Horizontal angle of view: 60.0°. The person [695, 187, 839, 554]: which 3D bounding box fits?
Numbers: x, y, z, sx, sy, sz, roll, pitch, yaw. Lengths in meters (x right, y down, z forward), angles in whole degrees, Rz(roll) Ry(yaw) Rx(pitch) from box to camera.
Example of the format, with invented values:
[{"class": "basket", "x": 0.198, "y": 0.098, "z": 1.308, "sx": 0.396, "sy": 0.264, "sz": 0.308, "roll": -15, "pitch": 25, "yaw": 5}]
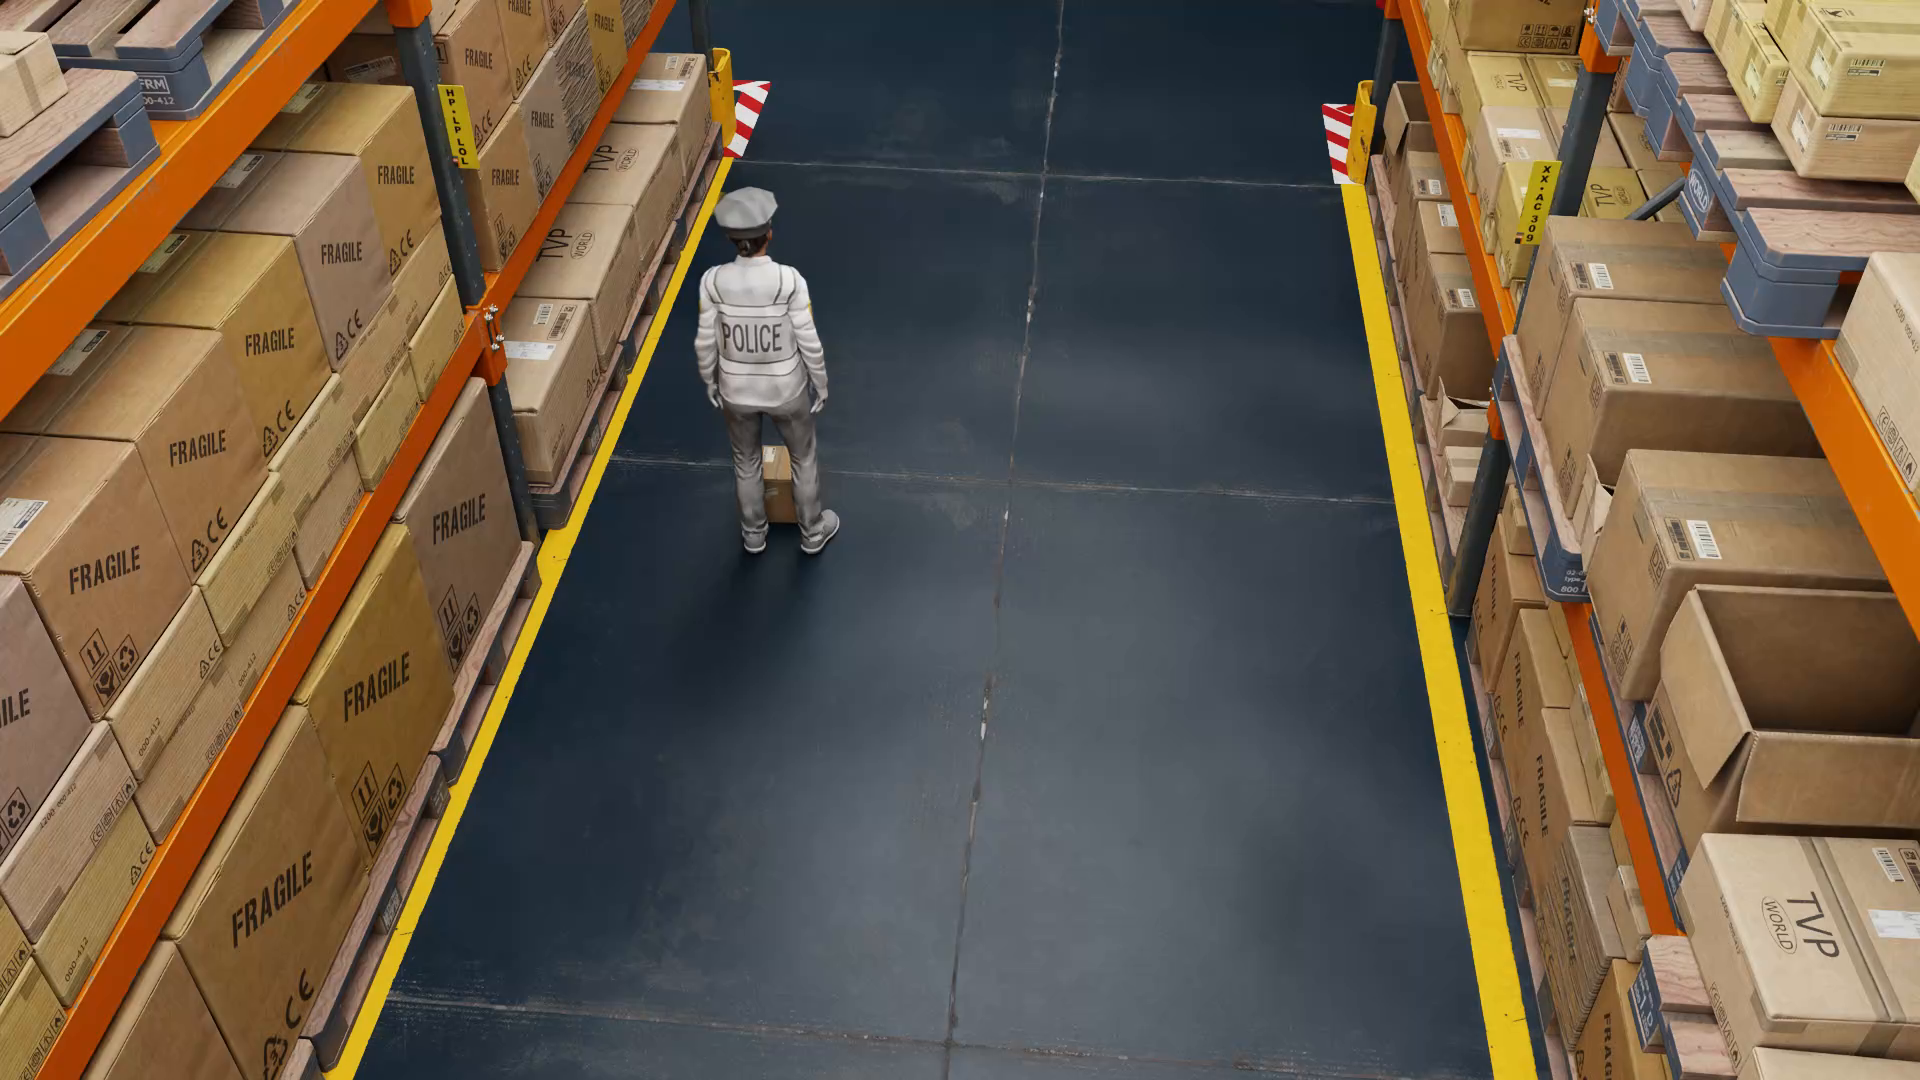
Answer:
[{"class": "person", "x": -0.810, "y": -0.639, "z": 6.907, "sx": 0.529, "sy": 1.664, "sz": 0.374, "roll": 3, "pitch": 40, "yaw": 3}]
